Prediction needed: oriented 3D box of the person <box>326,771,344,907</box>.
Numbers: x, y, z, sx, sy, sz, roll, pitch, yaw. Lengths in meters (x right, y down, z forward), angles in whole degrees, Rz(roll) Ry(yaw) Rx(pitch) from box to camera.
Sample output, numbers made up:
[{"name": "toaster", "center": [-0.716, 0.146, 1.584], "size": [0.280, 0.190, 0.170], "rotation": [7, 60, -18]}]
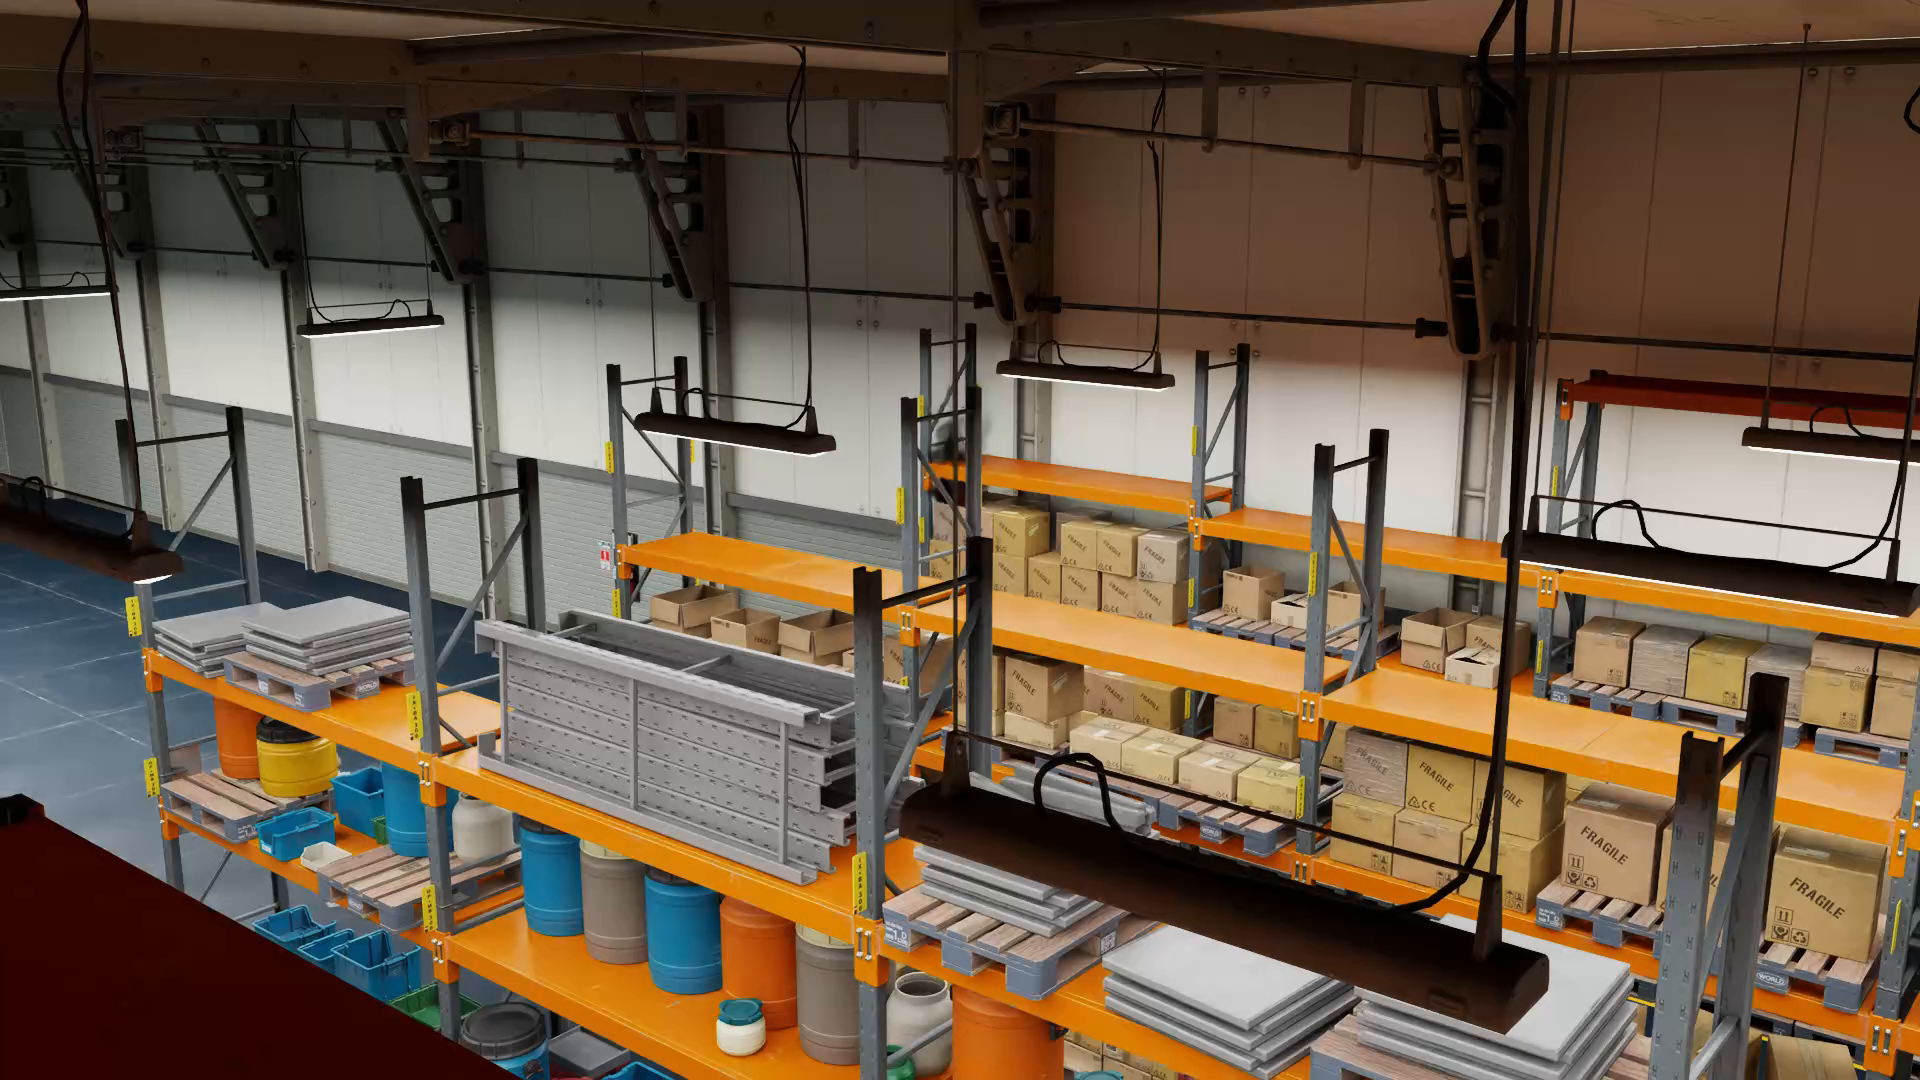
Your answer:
[{"name": "person", "center": [-6.911, 3.186, 18.204], "size": [0.650, 1.747, 0.692], "rotation": [-6, 14, -24]}]
